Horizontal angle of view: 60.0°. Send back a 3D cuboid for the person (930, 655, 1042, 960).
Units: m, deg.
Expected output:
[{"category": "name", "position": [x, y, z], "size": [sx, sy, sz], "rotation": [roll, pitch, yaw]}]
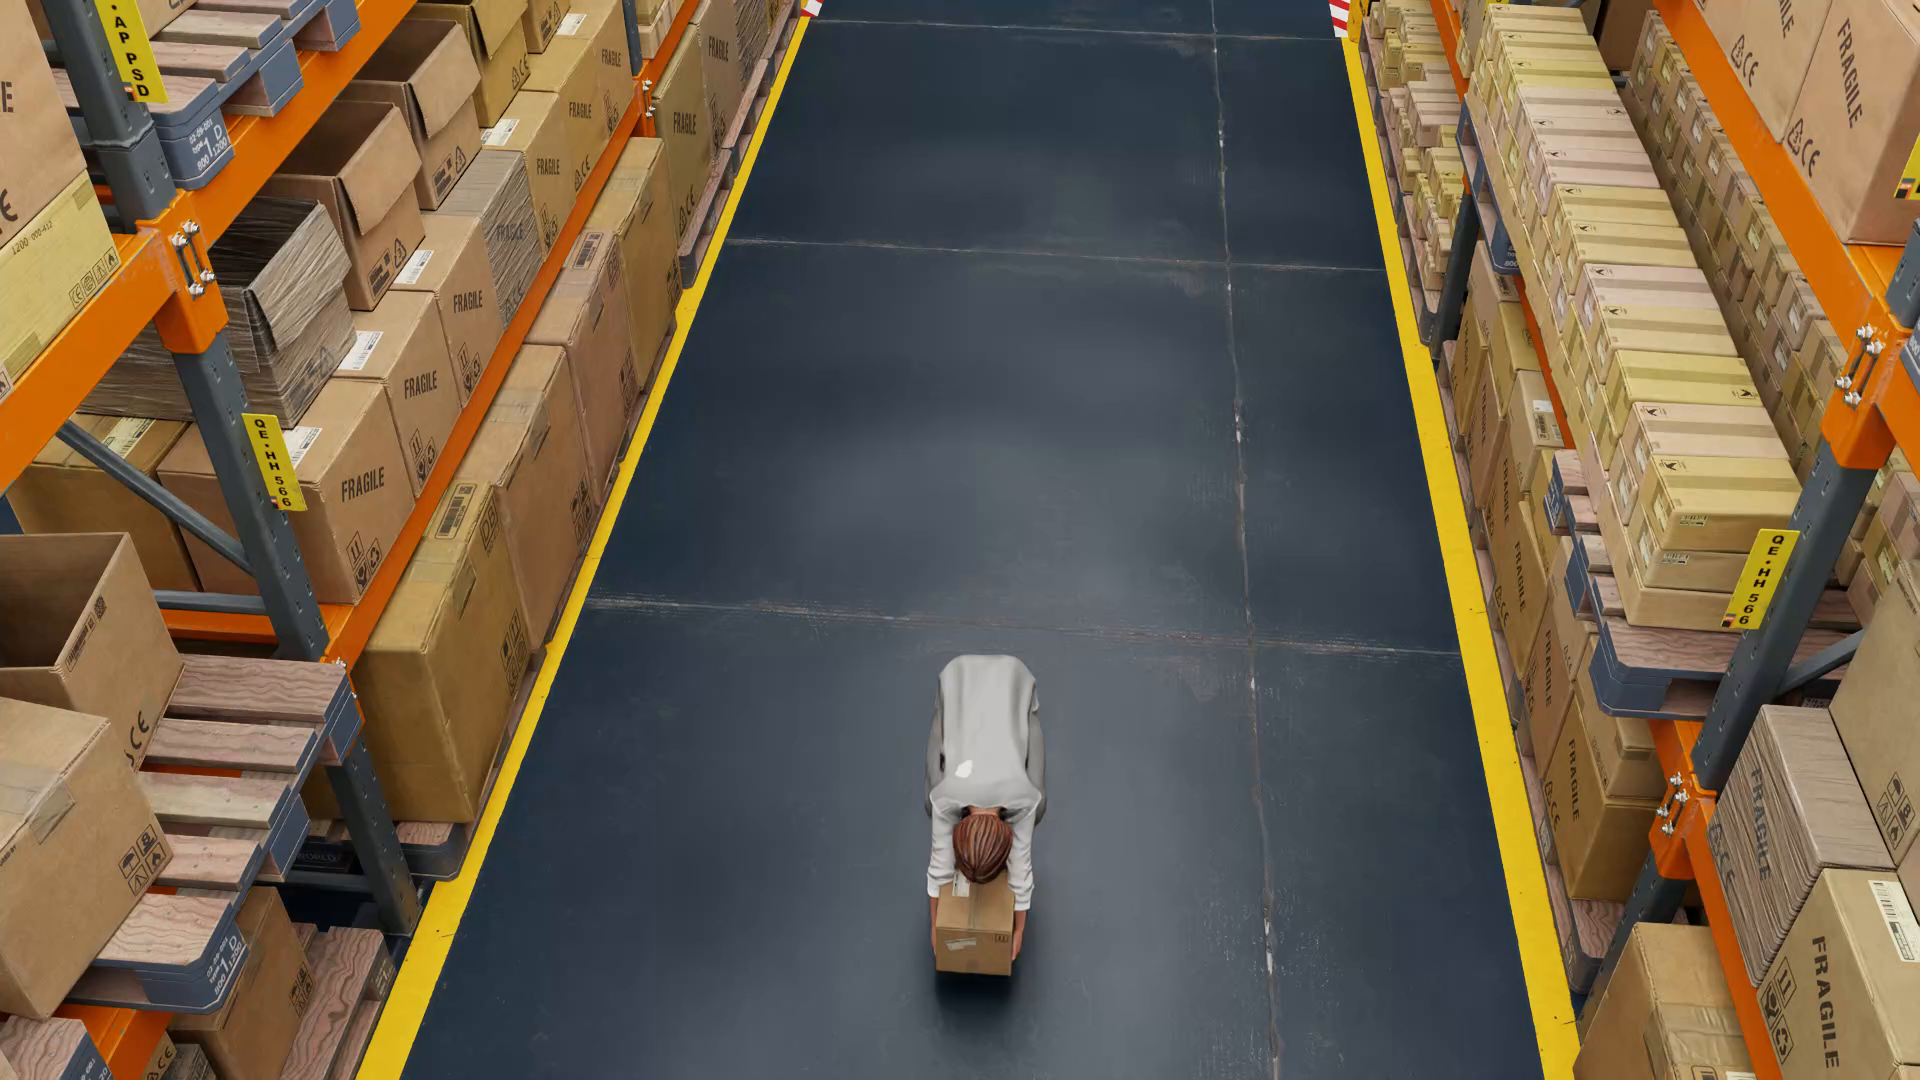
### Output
[{"category": "person", "position": [0.086, 0.920, 5.610], "size": [0.366, 0.923, 0.861], "rotation": [1, 41, 2]}]
